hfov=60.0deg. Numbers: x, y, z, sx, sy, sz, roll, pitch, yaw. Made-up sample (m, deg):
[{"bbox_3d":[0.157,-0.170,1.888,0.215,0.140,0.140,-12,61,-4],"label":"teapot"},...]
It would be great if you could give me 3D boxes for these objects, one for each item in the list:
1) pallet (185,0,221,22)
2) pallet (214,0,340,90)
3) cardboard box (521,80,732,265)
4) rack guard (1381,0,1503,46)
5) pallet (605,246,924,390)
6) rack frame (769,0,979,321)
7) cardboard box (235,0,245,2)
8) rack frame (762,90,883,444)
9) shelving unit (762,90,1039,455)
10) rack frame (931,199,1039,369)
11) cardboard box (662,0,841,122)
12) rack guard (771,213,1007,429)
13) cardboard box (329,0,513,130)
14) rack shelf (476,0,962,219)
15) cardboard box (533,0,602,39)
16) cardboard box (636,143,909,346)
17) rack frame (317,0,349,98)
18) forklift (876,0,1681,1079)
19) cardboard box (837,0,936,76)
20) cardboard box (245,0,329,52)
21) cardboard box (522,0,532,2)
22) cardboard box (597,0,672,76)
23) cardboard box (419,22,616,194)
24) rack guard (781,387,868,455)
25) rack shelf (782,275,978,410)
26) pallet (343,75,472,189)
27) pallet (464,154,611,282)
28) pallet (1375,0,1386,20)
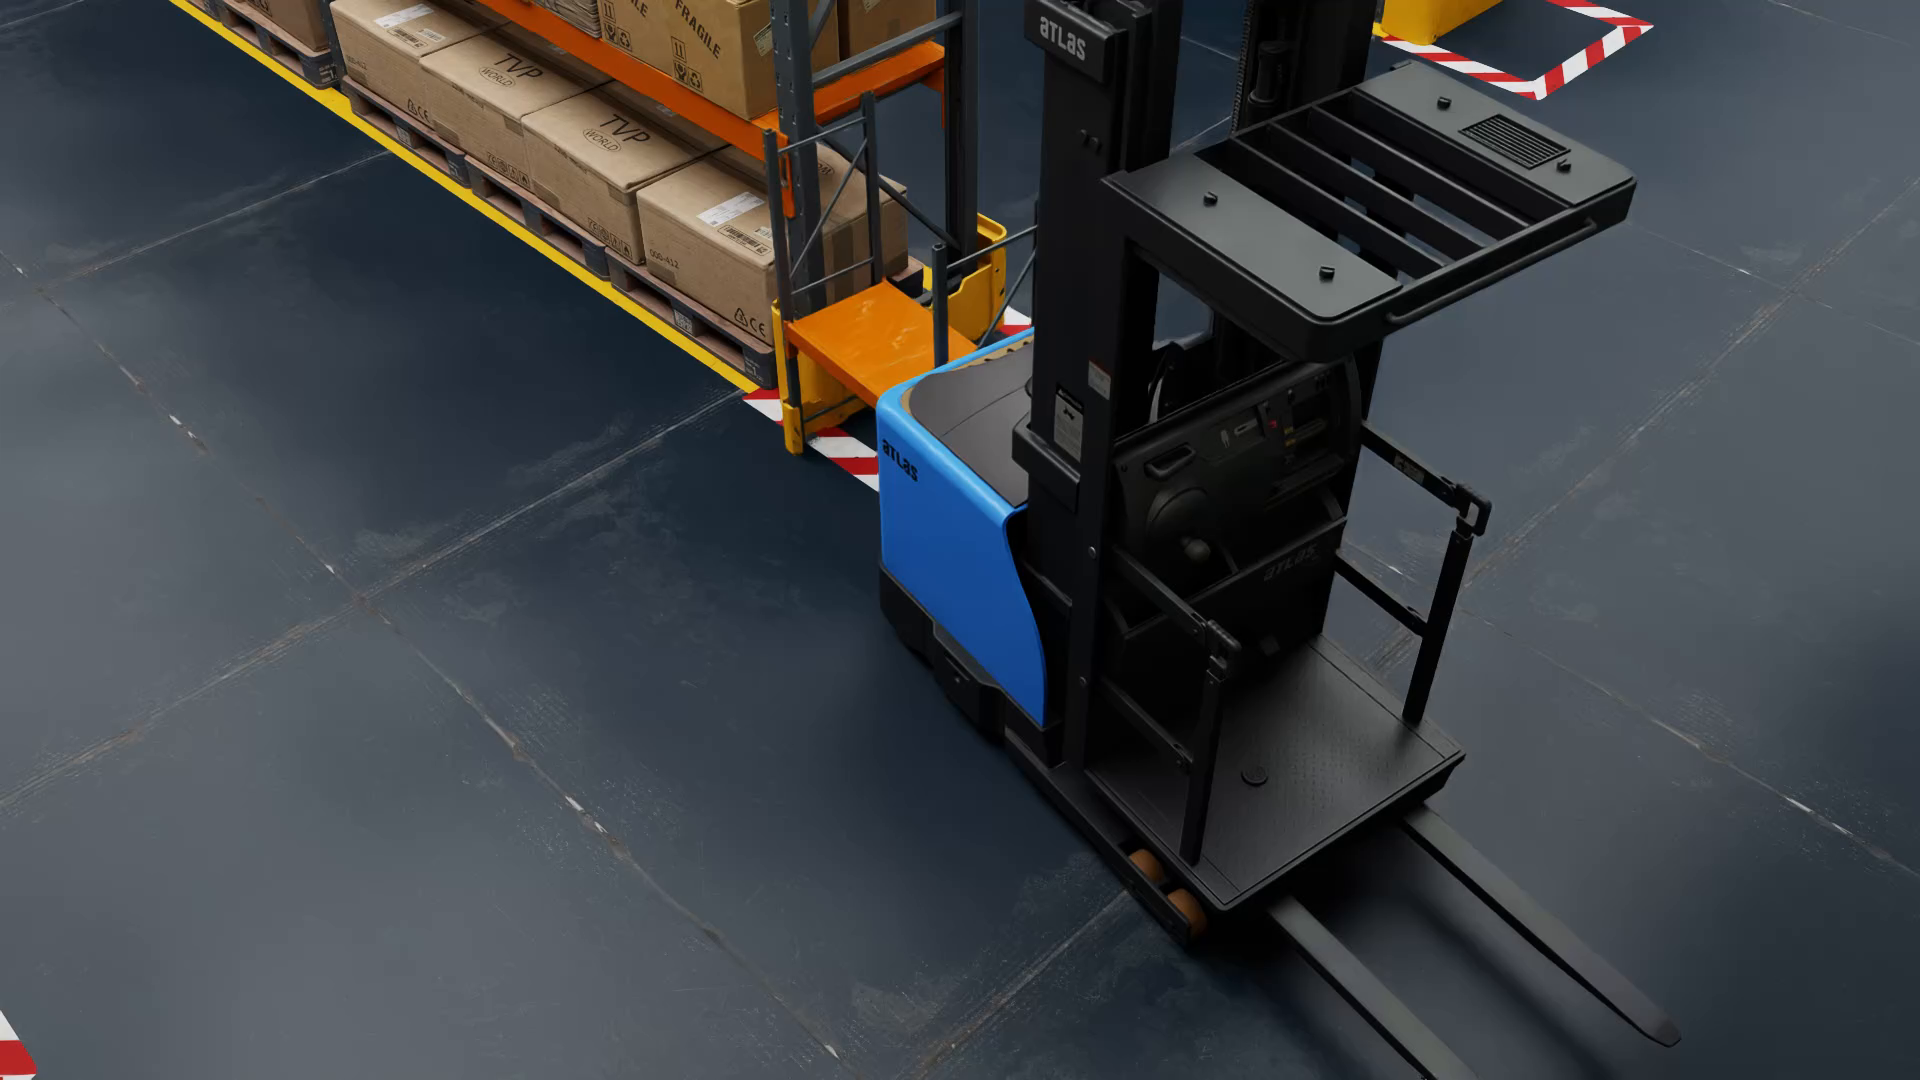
[{"bbox_3d":[-4.603,-3.764,10.668,1.003,0.211,1.213,-34,53,-31],"label":"pallet"},{"bbox_3d":[-3.738,-3.178,10.033,1.003,0.211,1.213,-34,53,-31],"label":"pallet"},{"bbox_3d":[-1.504,-1.863,8.135,0.875,0.438,0.875,-33,52,-30],"label":"cardboard box"},{"bbox_3d":[3.065,-3.484,10.152,1.175,0.500,0.348,-34,53,-31],"label":"rack guard"},{"bbox_3d":[-0.935,-1.268,7.966,1.003,0.211,1.213,-34,53,-31],"label":"pallet"},{"bbox_3d":[-0.315,-1.945,6.645,1.000,3.000,0.127,-34,53,-31],"label":"rack frame"},{"bbox_3d":[-4.277,-3.931,10.050,0.875,0.875,0.875,-33,52,-30],"label":"cardboard box"},{"bbox_3d":[-0.525,-1.068,6.790,0.500,1.500,0.032,-29,50,-27],"label":"rack frame"},{"bbox_3d":[-0.200,-0.797,6.492,0.587,1.500,1.083,-29,50,-27],"label":"shelving unit"},{"bbox_3d":[0.114,-0.535,6.205,0.500,1.500,0.032,-29,50,-27],"label":"rack frame"},{"bbox_3d":[-0.843,-2.087,6.724,0.500,0.500,0.500,-34,52,-31],"label":"cardboard box"},{"bbox_3d":[-0.298,-1.015,7.480,1.175,0.500,0.348,-34,53,-31],"label":"rack guard"},{"bbox_3d":[-2.772,-2.727,9.070,0.875,0.438,0.875,33,52,31],"label":"cardboard box"},{"bbox_3d":[-1.727,-2.642,7.929,1.077,0.370,4.000,-34,53,-31],"label":"rack shelf"},{"bbox_3d":[-1.557,-2.577,7.255,0.500,0.500,0.500,-33,52,-30],"label":"cardboard box"},{"bbox_3d":[-0.851,-1.427,7.663,0.875,0.438,0.875,32,52,30],"label":"cardboard box"},{"bbox_3d":[-3.139,-3.867,8.725,1.000,3.000,0.127,-34,53,-31],"label":"rack frame"},{"bbox_3d":[0.957,-0.167,4.771,1.130,2.935,3.031,-26,49,-25],"label":"forklift"},{"bbox_3d":[-0.450,-2.350,7.009,0.500,0.500,0.500,34,52,31],"label":"cardboard box"},{"bbox_3d":[-3.634,-3.500,9.584,0.875,0.875,0.875,-32,52,-30],"label":"cardboard box"},{"bbox_3d":[-1.930,-2.819,7.517,0.500,0.500,0.500,-33,52,-30],"label":"cardboard box"},{"bbox_3d":[-1.186,-2.335,6.993,0.500,0.500,0.500,33,52,31],"label":"cardboard box"},{"bbox_3d":[-2.139,-2.297,8.604,0.875,0.438,0.875,33,52,30],"label":"cardboard box"},{"bbox_3d":[-0.506,-0.599,7.203,0.587,0.250,0.087,-29,50,-27],"label":"rack guard"},{"bbox_3d":[-0.204,-0.670,6.620,0.538,0.185,1.000,-29,50,-27],"label":"rack shelf"},{"bbox_3d":[-2.658,-2.440,9.235,1.003,0.211,1.213,-34,53,-31],"label":"pallet"},{"bbox_3d":[-1.792,-1.854,8.601,1.003,0.211,1.213,-34,53,-31],"label":"pallet"},{"bbox_3d":[2.516,-3.786,10.691,1.003,0.211,1.213,-34,53,-31],"label":"pallet"}]
